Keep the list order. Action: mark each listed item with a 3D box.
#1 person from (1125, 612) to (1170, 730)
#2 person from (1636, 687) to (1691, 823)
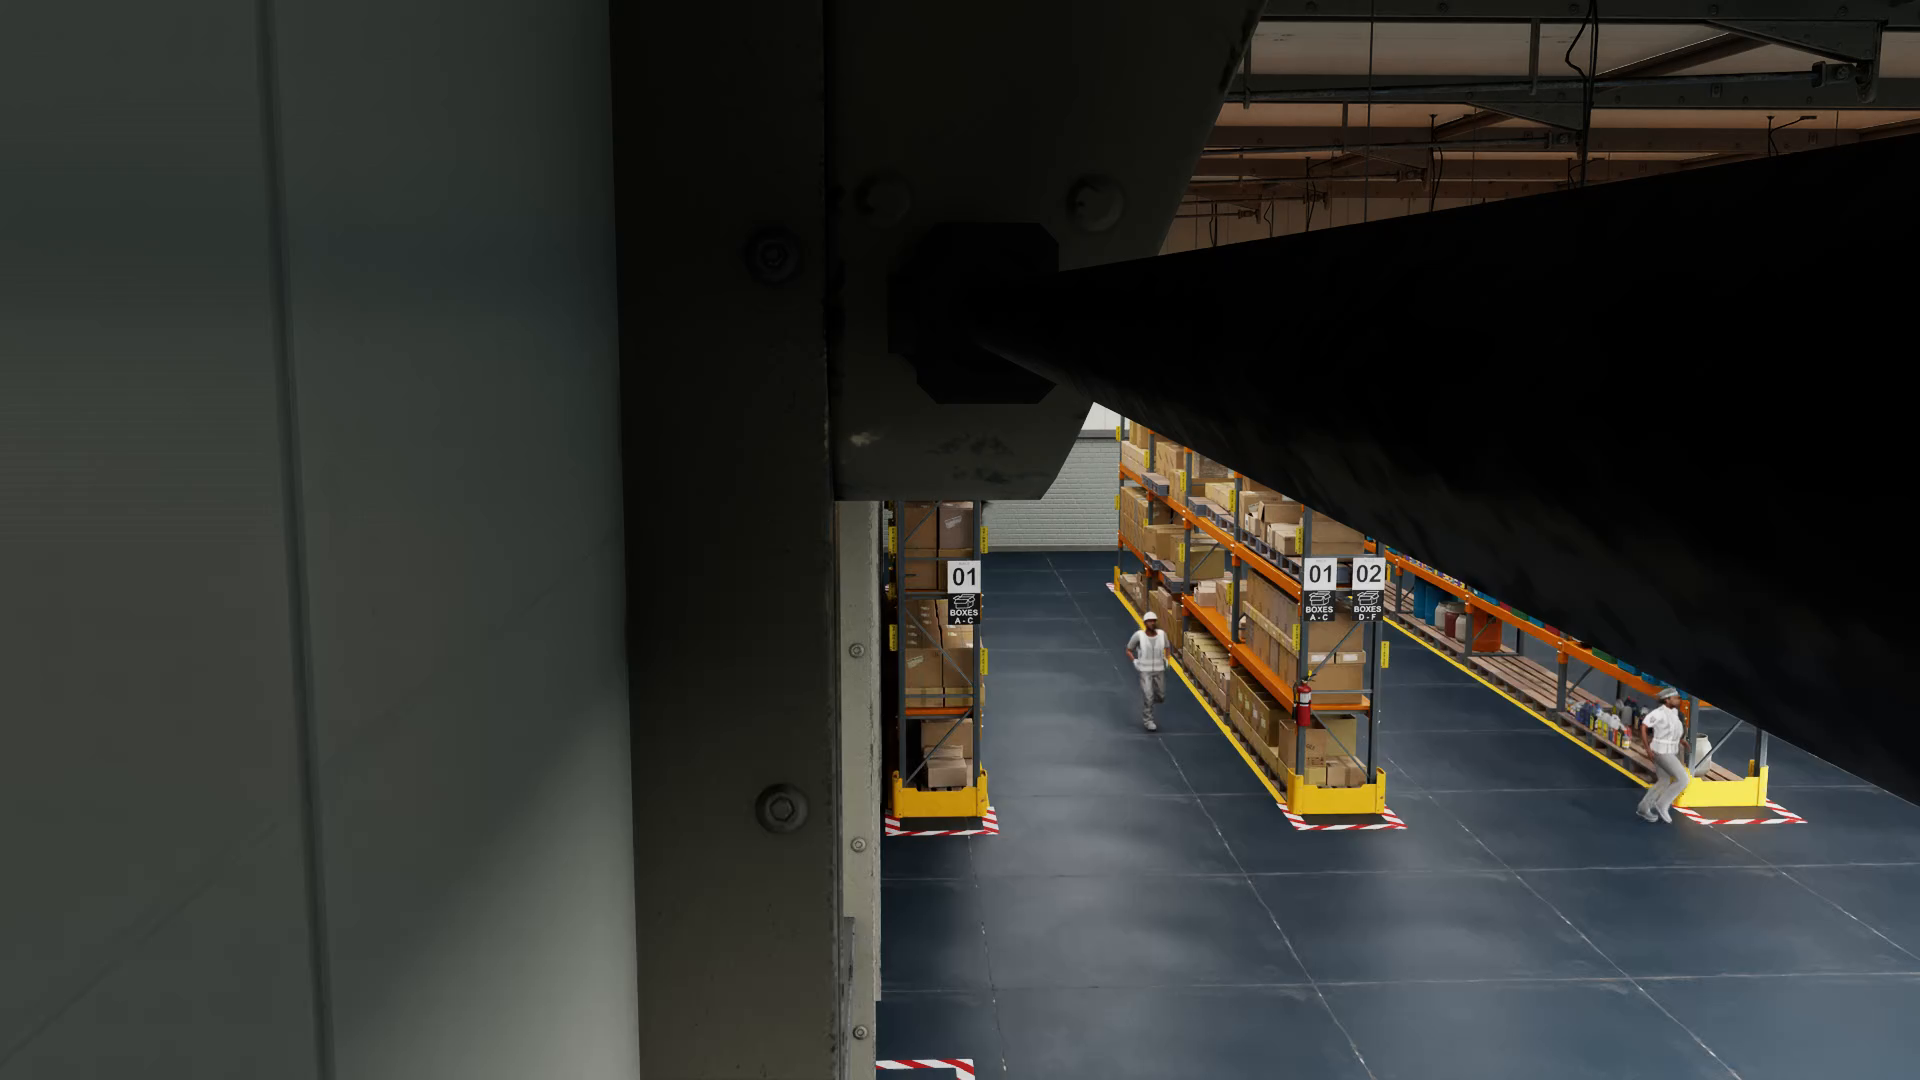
[{"bbox_3d":[2.810,1.926,24.720,0.685,1.735,0.667,-2,8,-11],"label":"person"},{"bbox_3d":[8.633,2.598,20.264,0.604,1.650,0.566,7,11,41],"label":"person"}]
